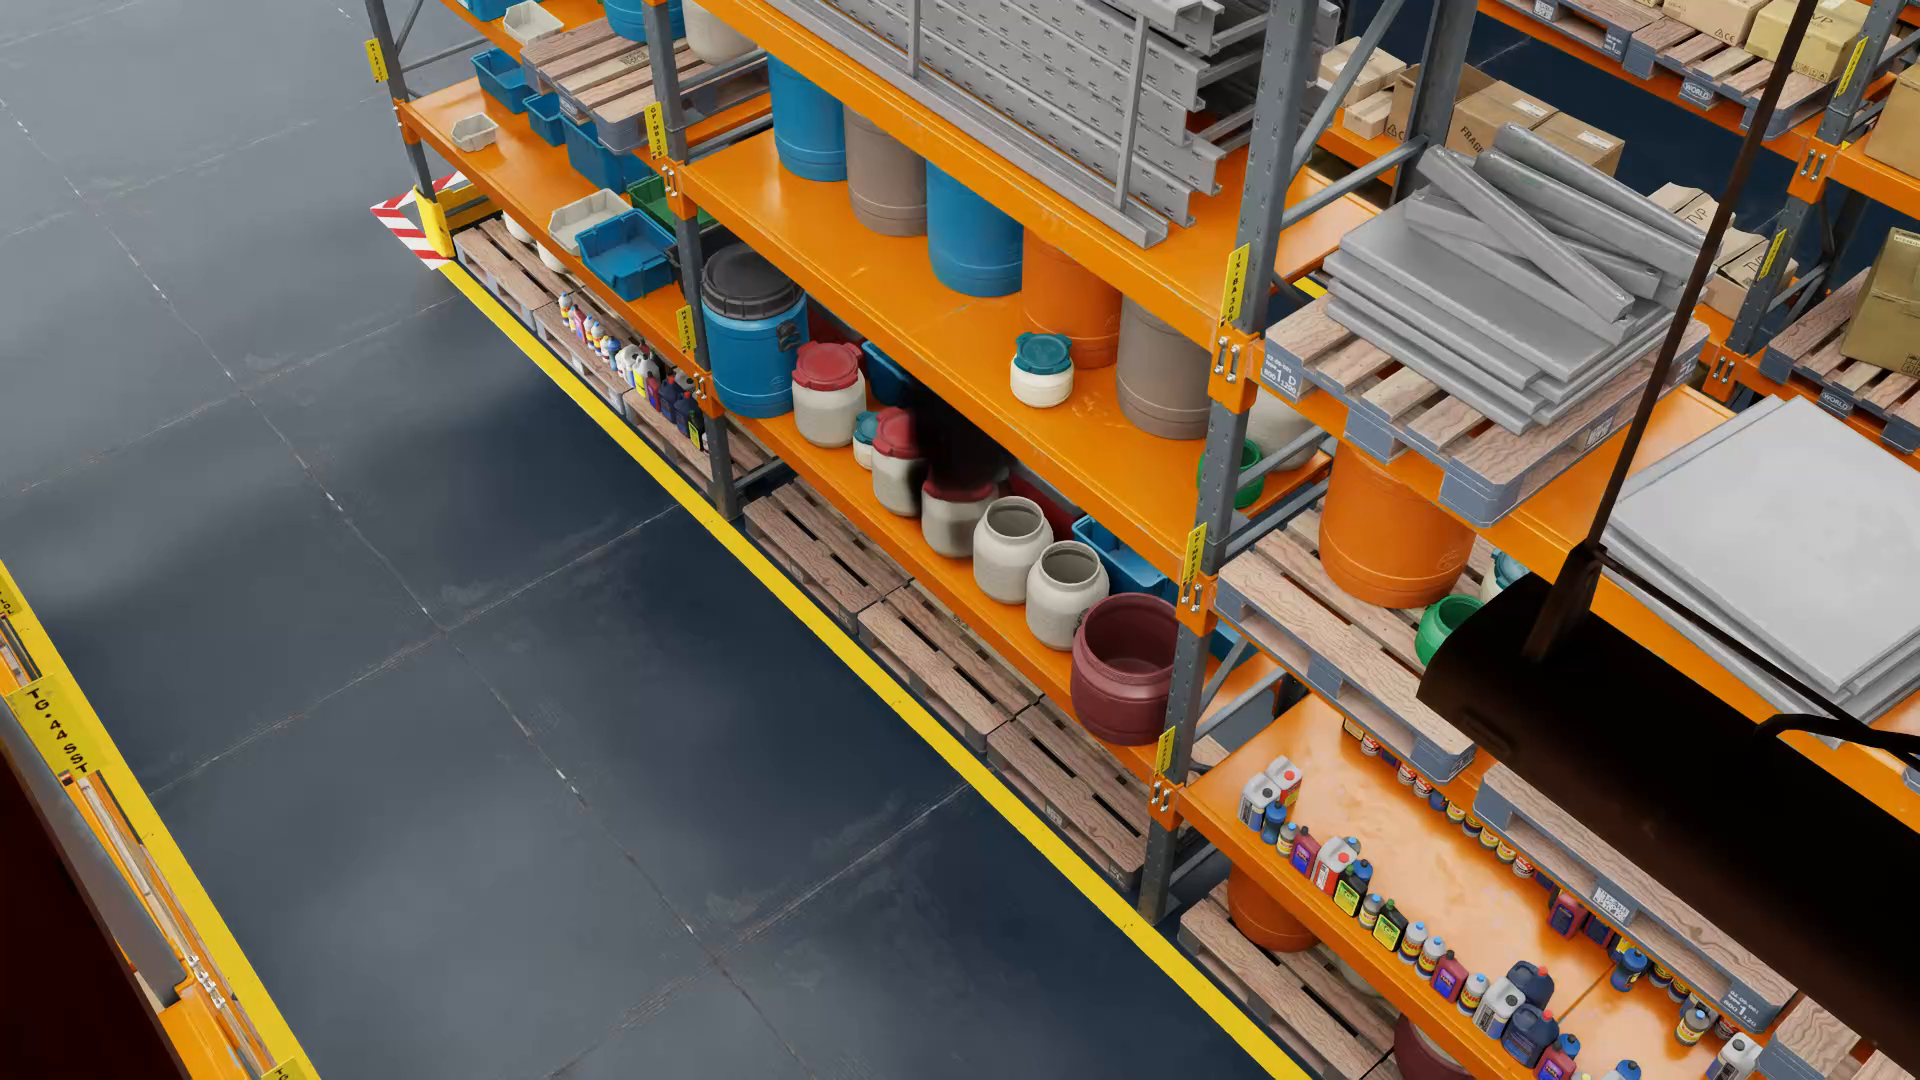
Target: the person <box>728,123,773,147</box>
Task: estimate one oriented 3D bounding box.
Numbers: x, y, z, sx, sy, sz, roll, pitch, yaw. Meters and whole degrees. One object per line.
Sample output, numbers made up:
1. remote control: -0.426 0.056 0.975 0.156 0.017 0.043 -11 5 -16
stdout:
1. person: -1.619 -3.218 12.910 0.681 1.678 0.689 30 53 25
